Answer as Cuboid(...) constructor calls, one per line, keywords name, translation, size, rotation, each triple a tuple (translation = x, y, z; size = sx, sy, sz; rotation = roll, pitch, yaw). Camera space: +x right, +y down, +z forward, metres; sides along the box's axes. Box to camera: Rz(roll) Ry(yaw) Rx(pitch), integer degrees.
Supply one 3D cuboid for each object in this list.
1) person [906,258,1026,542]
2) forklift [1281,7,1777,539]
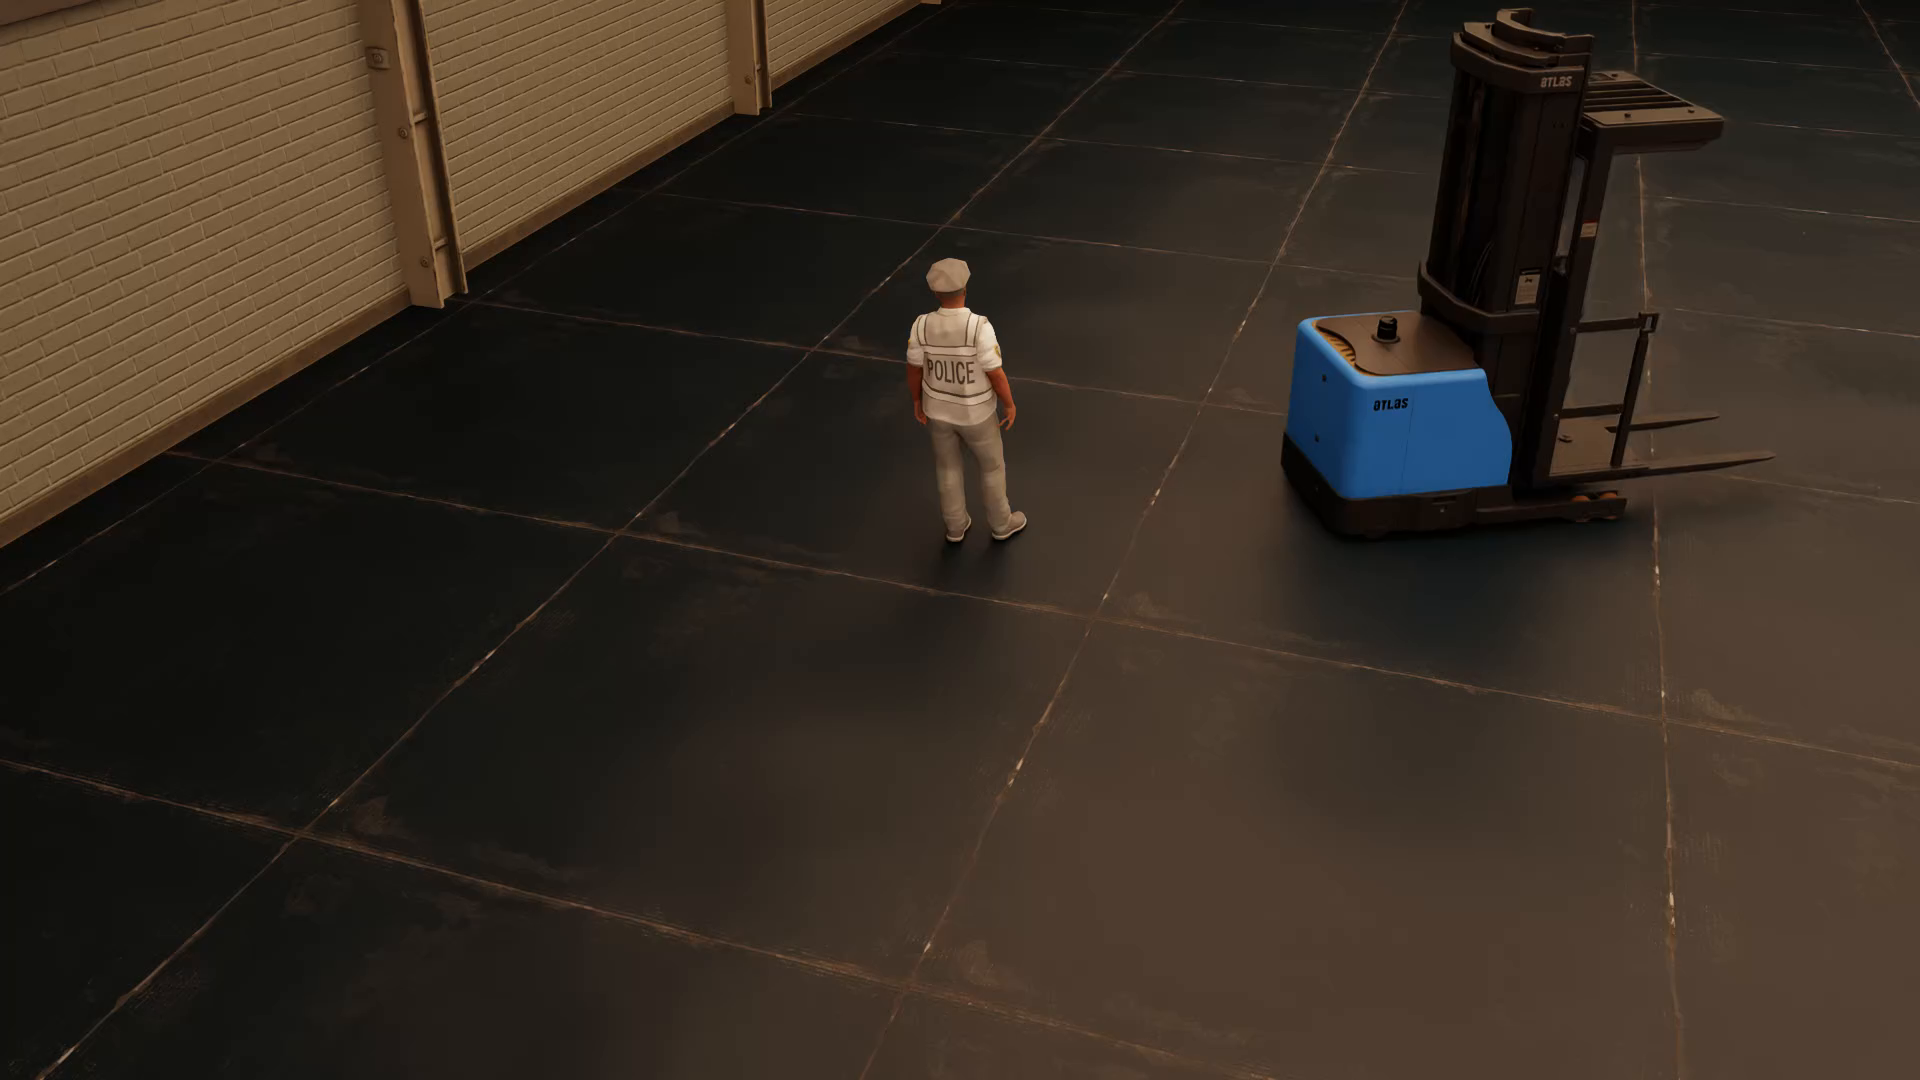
Cuboid(name="person", translation=(0.037, -0.815, 9.712), size=(0.640, 1.781, 0.575), rotation=(10, 31, 16))
Cuboid(name="forklift", translation=(3.653, -1.631, 9.997), size=(3.031, 2.935, 1.130), rotation=(-6, 30, -10))
